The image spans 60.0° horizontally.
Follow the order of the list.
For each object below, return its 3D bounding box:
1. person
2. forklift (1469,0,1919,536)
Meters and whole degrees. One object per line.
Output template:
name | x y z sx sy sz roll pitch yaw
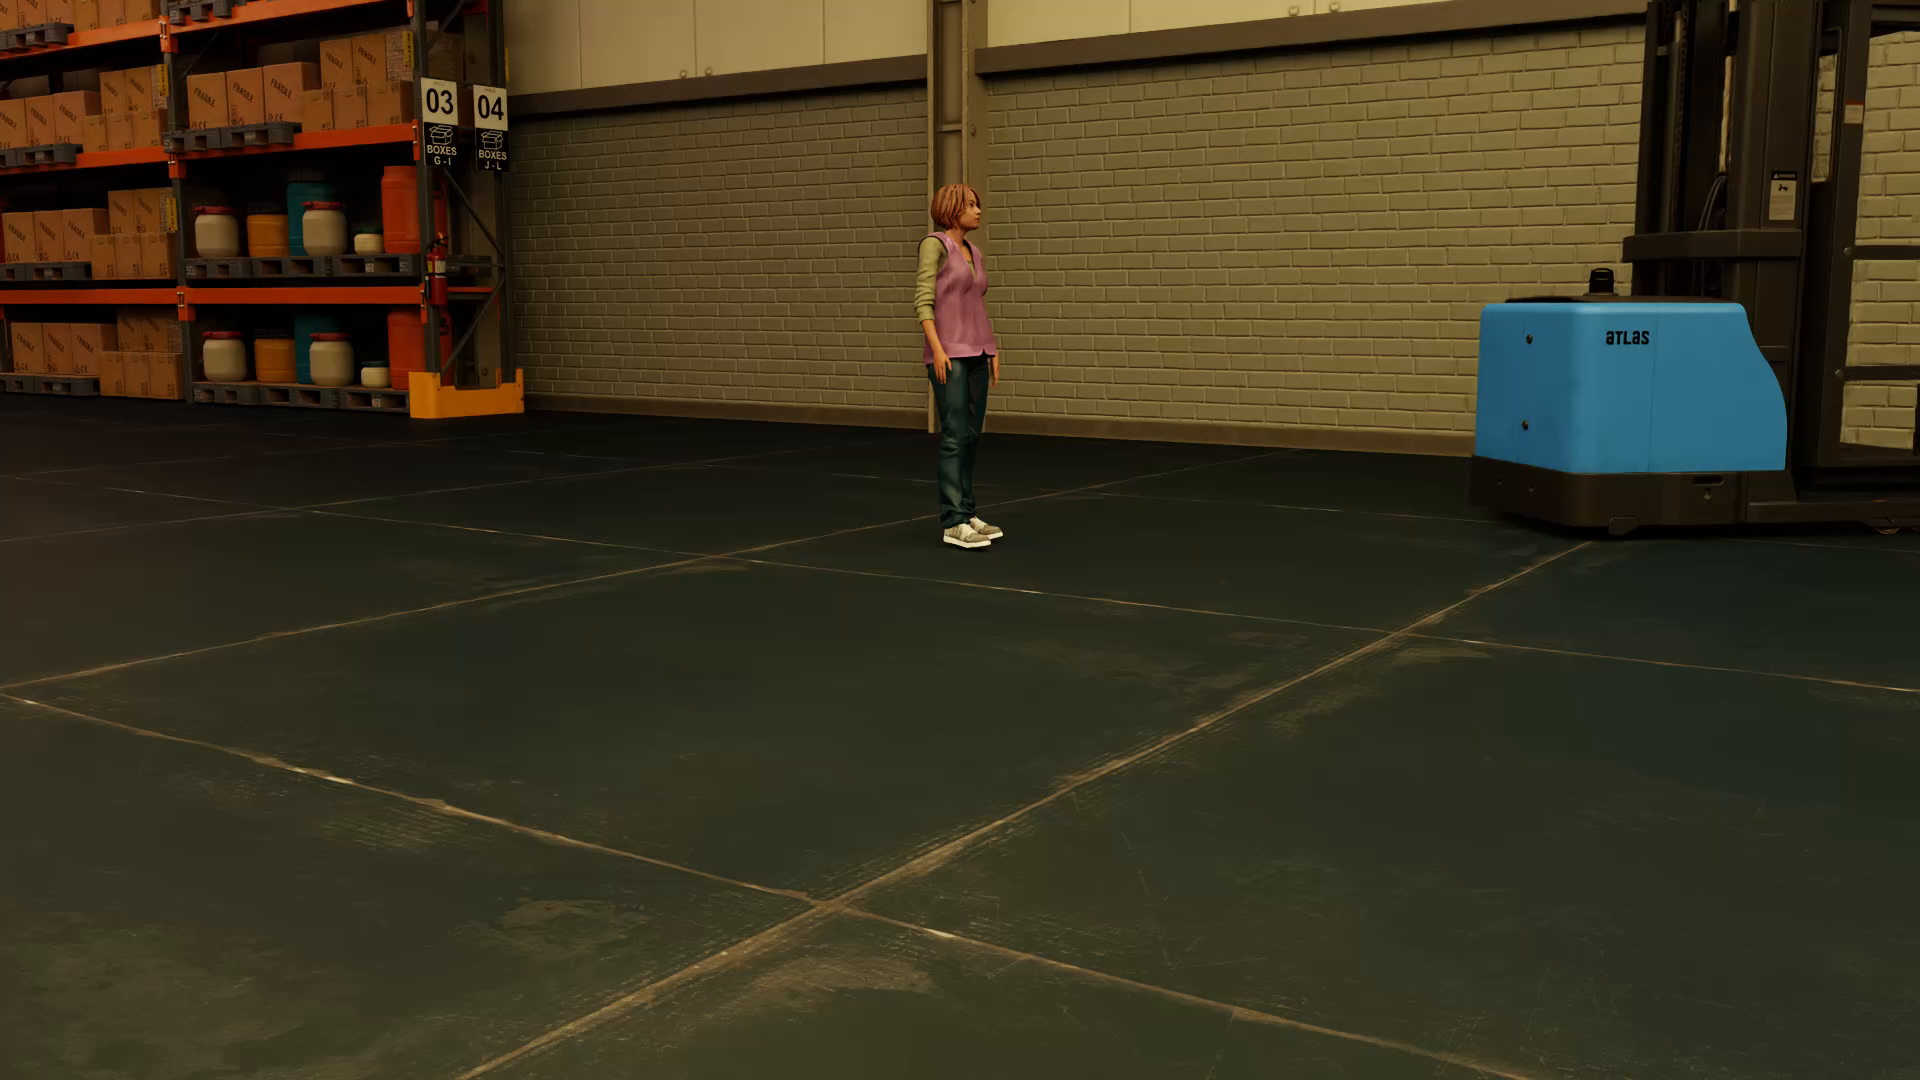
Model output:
person | 0.053 -0.791 7.438 0.476 1.597 0.520 5 10 34
forklift | 4.152 -1.547 8.072 3.031 2.935 1.130 -1 8 -10
